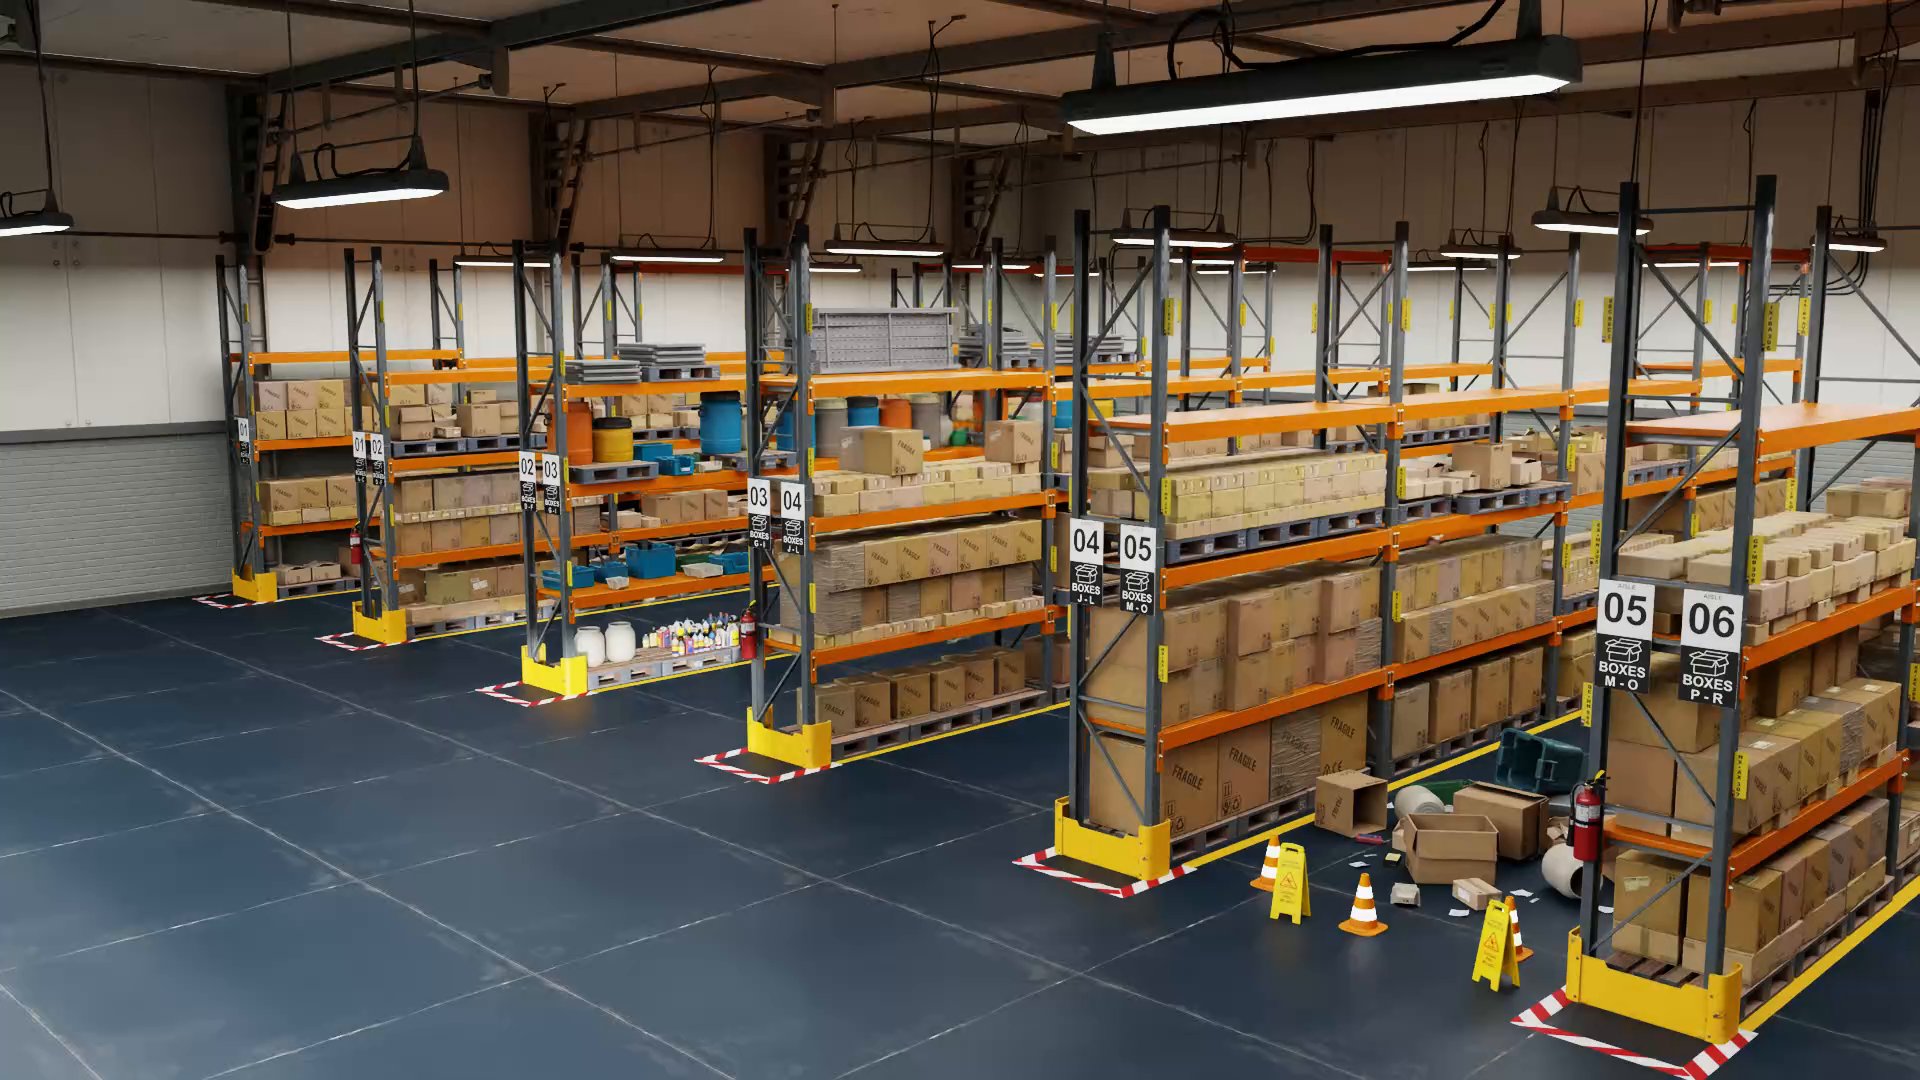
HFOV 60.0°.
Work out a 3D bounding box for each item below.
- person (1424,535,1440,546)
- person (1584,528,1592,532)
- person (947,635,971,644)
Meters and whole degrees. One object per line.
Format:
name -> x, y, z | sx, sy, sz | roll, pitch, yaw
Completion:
person -> 7.197, 0.717, 25.489 | 0.660, 1.733, 0.585 | 6, 10, 38
person -> 9.993, 0.619, 26.462 | 0.560, 1.635, 0.615 | -7, 11, -41
person -> 0.014, 0.581, 24.027 | 0.681, 1.827, 0.909 | 4, 9, 29
